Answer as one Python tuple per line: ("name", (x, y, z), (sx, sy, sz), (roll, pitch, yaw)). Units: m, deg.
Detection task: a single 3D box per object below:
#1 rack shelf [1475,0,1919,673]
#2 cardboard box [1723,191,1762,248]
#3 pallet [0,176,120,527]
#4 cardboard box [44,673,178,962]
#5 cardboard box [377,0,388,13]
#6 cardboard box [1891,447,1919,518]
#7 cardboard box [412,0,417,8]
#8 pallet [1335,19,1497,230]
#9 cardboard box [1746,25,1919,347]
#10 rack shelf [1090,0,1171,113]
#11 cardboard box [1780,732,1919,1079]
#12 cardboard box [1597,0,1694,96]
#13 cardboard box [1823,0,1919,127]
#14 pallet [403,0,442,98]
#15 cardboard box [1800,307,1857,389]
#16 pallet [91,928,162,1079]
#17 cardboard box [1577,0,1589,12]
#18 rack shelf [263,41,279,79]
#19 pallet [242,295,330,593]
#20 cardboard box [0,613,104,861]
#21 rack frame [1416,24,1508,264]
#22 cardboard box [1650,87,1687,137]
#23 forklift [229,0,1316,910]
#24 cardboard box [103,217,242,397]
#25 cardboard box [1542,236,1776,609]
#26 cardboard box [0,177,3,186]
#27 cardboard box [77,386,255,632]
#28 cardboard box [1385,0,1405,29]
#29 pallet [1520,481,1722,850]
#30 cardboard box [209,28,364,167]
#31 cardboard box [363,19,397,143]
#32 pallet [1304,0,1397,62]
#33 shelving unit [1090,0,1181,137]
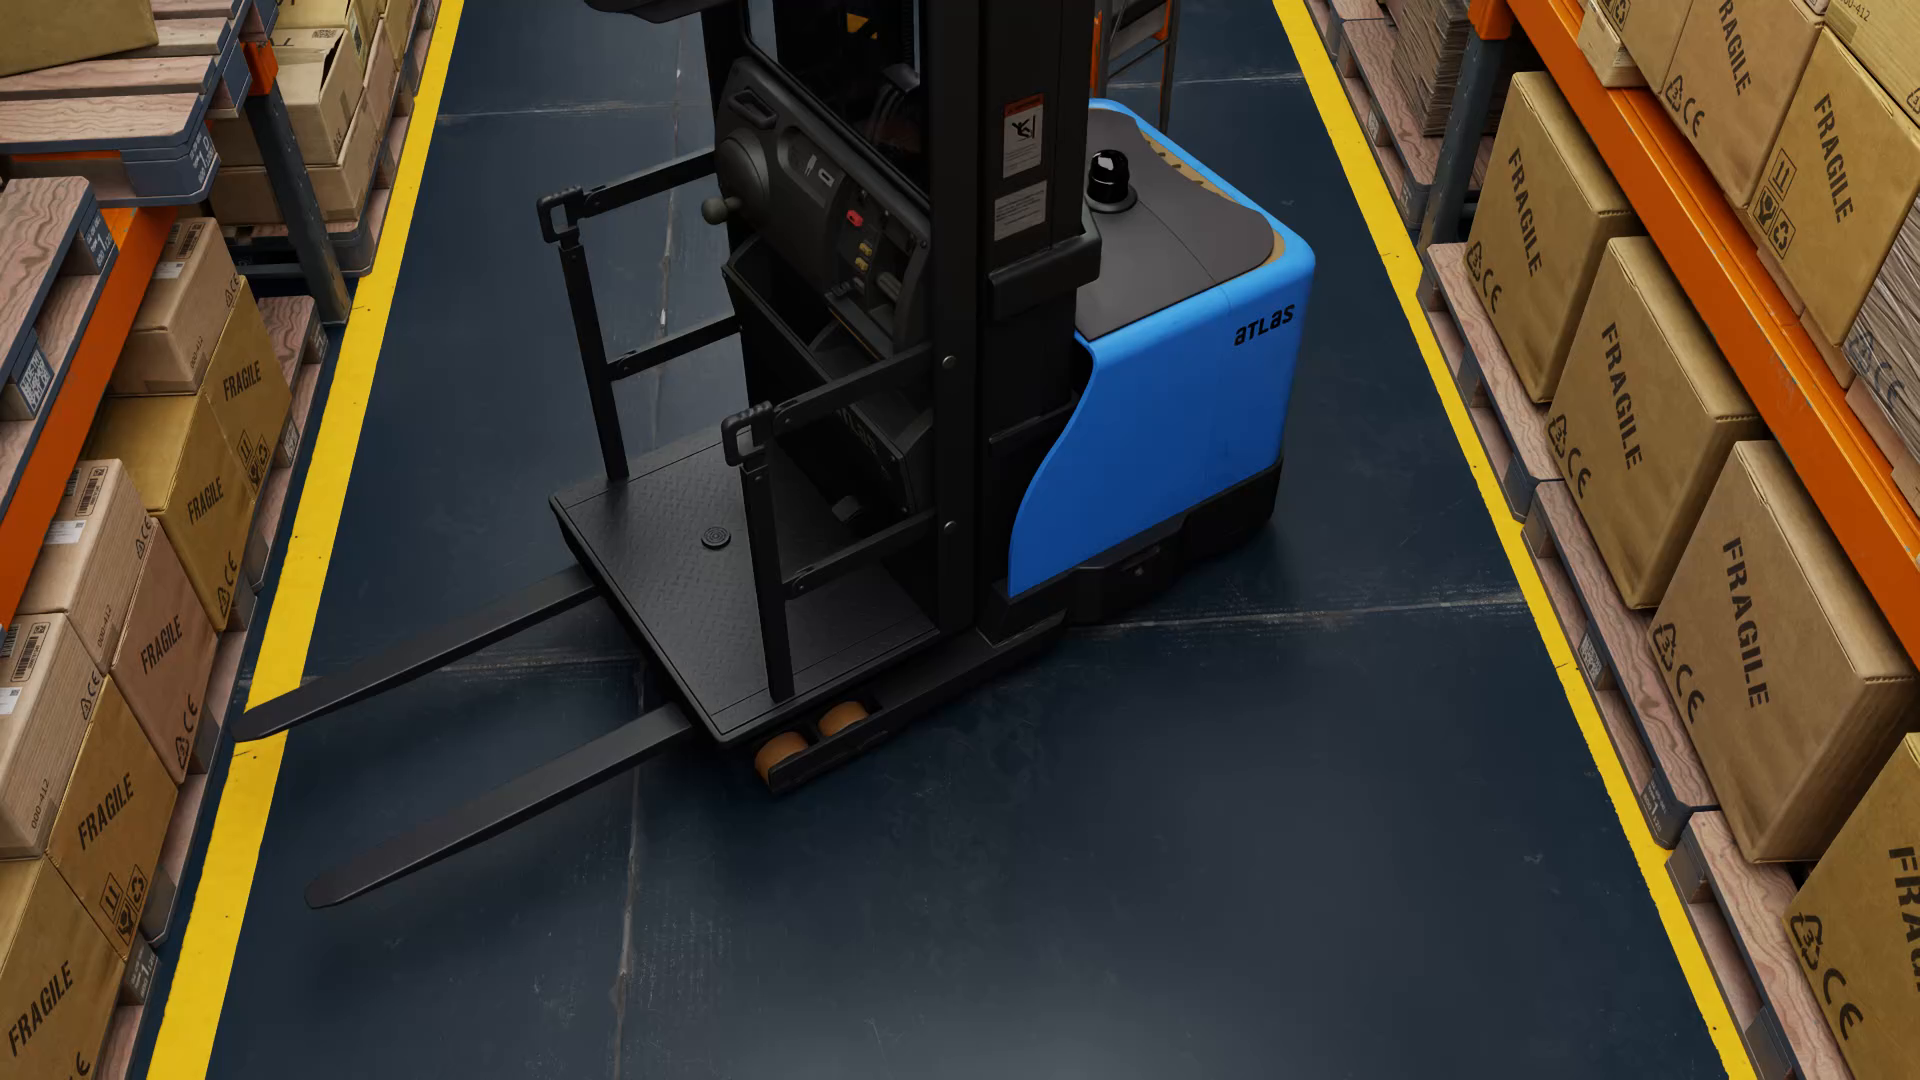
("rack shelf", (2.395, -0.424, 4.081), (1.077, 0.370, 4.000), (-3, 47, -3))
("cardboard box", (2.160, -0.857, 4.155), (0.380, 0.149, 0.250), (-3, 47, -3))
("pallet", (-2.541, -0.342, 3.640), (1.003, 0.211, 1.213), (-3, 47, -3))
("cardboard box", (-2.261, 0.676, 3.963), (0.500, 0.500, 0.500), (-3, 47, -3))
("cardboard box", (-2.552, -2.352, 6.630), (0.500, 0.311, 0.500), (-5, 47, -4))
("cardboard box", (2.196, -0.112, 3.449), (0.380, 0.149, 0.250), (-3, 47, -3))
("cardboard box", (-2.594, -2.521, 7.176), (0.500, 0.250, 0.500), (-3, 47, -2))
("pallet", (2.164, -1.725, 6.738), (1.003, 0.211, 1.213), (-3, 47, -3))
("cardboard box", (2.140, -0.780, 3.635), (0.500, 0.500, 0.500), (-2, 47, -2))
("rack shelf", (0.376, -1.613, 5.349), (0.480, 0.518, 0.431), (33, 55, 27))
("cardboard box", (2.379, 0.908, 3.515), (0.750, 0.750, 0.750), (-3, 47, -3))
("cardboard box", (2.048, -1.515, 4.332), (0.500, 0.500, 0.500), (-2, 47, -2))
("cardboard box", (2.149, -1.056, 3.380), (0.500, 0.250, 0.500), (-4, 47, -4))
("pallet", (-2.837, -2.334, 7.315), (1.003, 0.211, 1.213), (-3, 47, -3))
("cardboard box", (2.179, -0.487, 3.804), (0.380, 0.149, 0.250), (-2, 47, -2))
("pallet", (-2.479, 1.452, 3.729), (1.003, 0.211, 1.213), (-3, 47, -3))
("cardboard box", (2.037, -1.604, 4.862), (0.380, 0.149, 0.250), (-3, 47, -3))
("rack shelf", (-2.876, -3.014, 6.534), (1.077, 0.370, 4.000), (-3, 47, -3))
("pallet", (-2.683, -0.313, 5.401), (1.003, 0.211, 1.213), (-3, 47, -3))
("cardboard box", (-2.255, 0.442, 3.668), (0.500, 0.250, 0.500), (-3, 47, -3))
("rack frame", (2.228, -2.118, 5.190), (1.000, 3.000, 0.127), (-3, 47, -3))
("cardboard box", (2.119, -1.232, 4.510), (0.380, 0.149, 0.250), (-4, 47, -4))
("forklift", (-0.520, -0.757, 3.949), (3.031, 2.935, 1.130), (-26, 52, -22))
("cardboard box", (-2.387, -0.661, 4.712), (0.500, 0.250, 0.500), (-2, 47, -2))
("cardboard box", (2.226, -0.349, 4.706), (0.750, 0.750, 0.750), (-4, 47, -3))
("cardboard box", (-2.657, -0.871, 3.651), (0.700, 0.500, 0.500), (4, 47, 4))
("cardboard box", (-2.353, -0.069, 4.668), (0.500, 0.500, 0.500), (-5, 47, -5))
("cardboard box", (2.188, -2.308, 6.788), (0.700, 0.500, 0.500), (-4, 47, -3))
("pallet", (2.318, 0.296, 4.824), (1.003, 0.211, 1.213), (-3, 47, -3))
("cardboard box", (-2.459, -1.603, 5.921), (0.500, 0.311, 0.500), (-2, 47, -2))
("cardboard box", (-2.502, -1.774, 6.469), (0.500, 0.250, 0.500), (-5, 47, -4))
("pallet", (2.065, -2.606, 7.572), (1.003, 0.211, 1.213), (-3, 47, -3))
("shelving unit", (0.376, -1.622, 5.340), (0.503, 2.100, 0.431), (33, 55, 27))
